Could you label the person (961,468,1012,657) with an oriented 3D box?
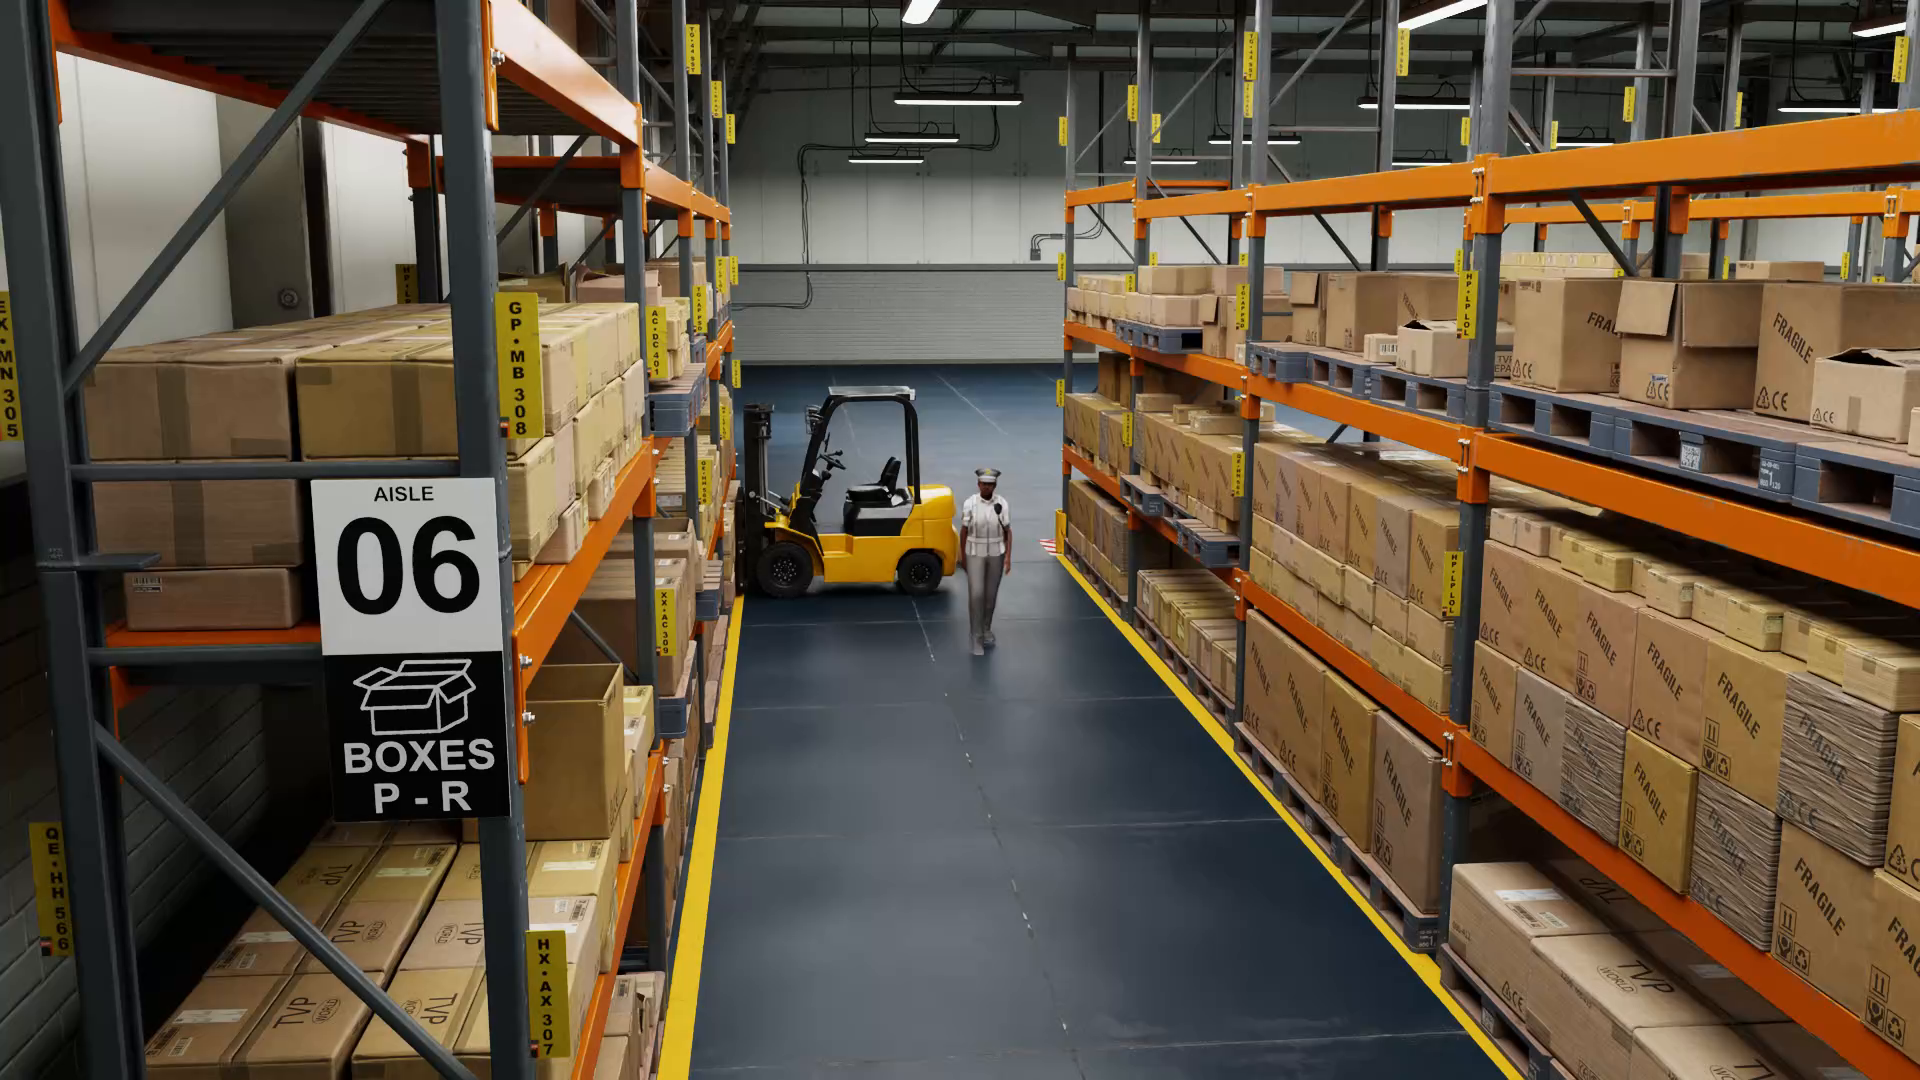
[{"bbox_3d":[0.251,0.187,15.354,0.458,1.733,0.697,-2,10,-9],"label":"person"}]
